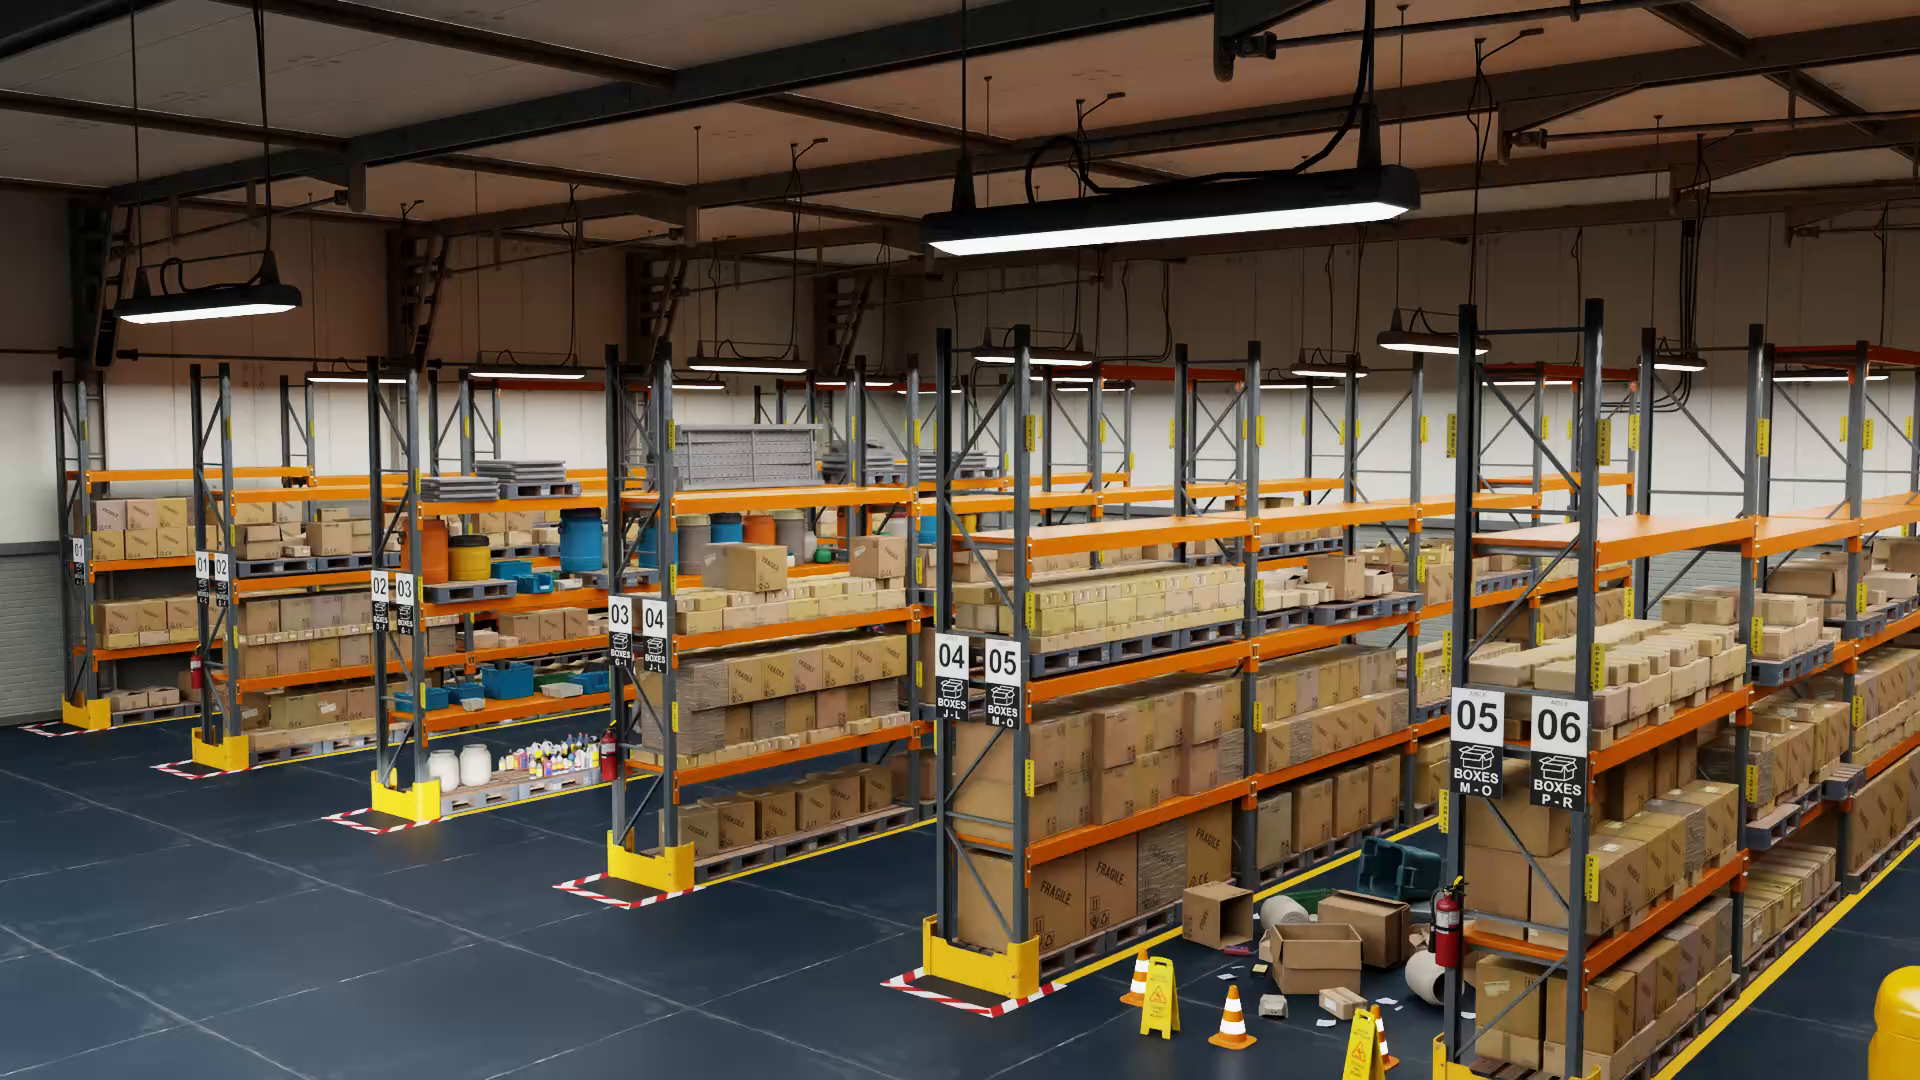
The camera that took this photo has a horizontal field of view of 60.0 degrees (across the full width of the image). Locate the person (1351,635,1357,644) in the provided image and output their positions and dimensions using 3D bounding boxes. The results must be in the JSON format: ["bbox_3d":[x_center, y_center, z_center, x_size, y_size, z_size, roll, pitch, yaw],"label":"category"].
[{"bbox_3d":[6.539,2.361,28.038,0.496,1.547,0.823,3,5,39],"label":"person"}]

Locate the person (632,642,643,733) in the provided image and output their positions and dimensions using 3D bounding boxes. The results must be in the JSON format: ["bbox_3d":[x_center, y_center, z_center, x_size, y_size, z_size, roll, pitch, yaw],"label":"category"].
[{"bbox_3d":[-5.230,2.344,27.553,0.370,1.681,0.506,4,6,42],"label":"person"}]
